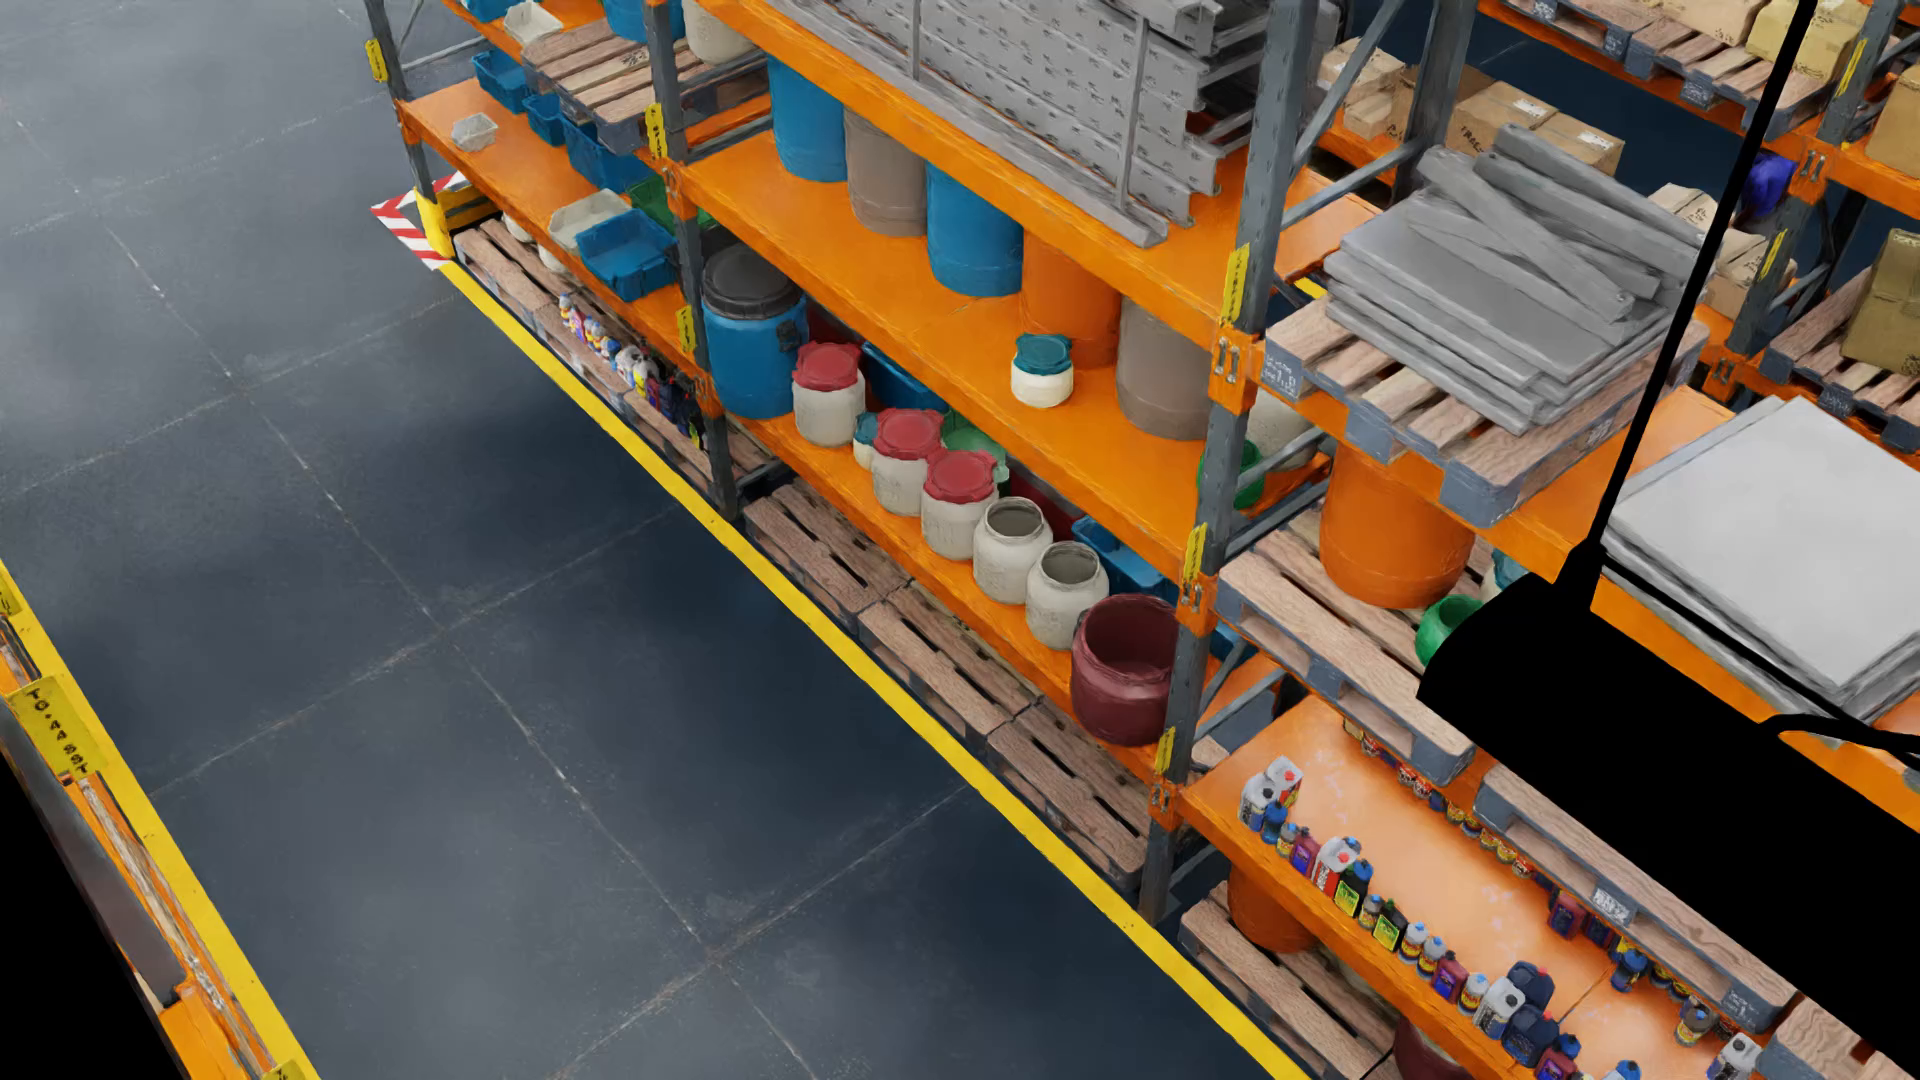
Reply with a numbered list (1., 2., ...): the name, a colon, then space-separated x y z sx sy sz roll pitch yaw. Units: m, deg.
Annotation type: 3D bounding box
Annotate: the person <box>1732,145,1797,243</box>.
1. person: 5.756 -2.259 12.032 0.592 1.604 0.513 -33 55 -28
